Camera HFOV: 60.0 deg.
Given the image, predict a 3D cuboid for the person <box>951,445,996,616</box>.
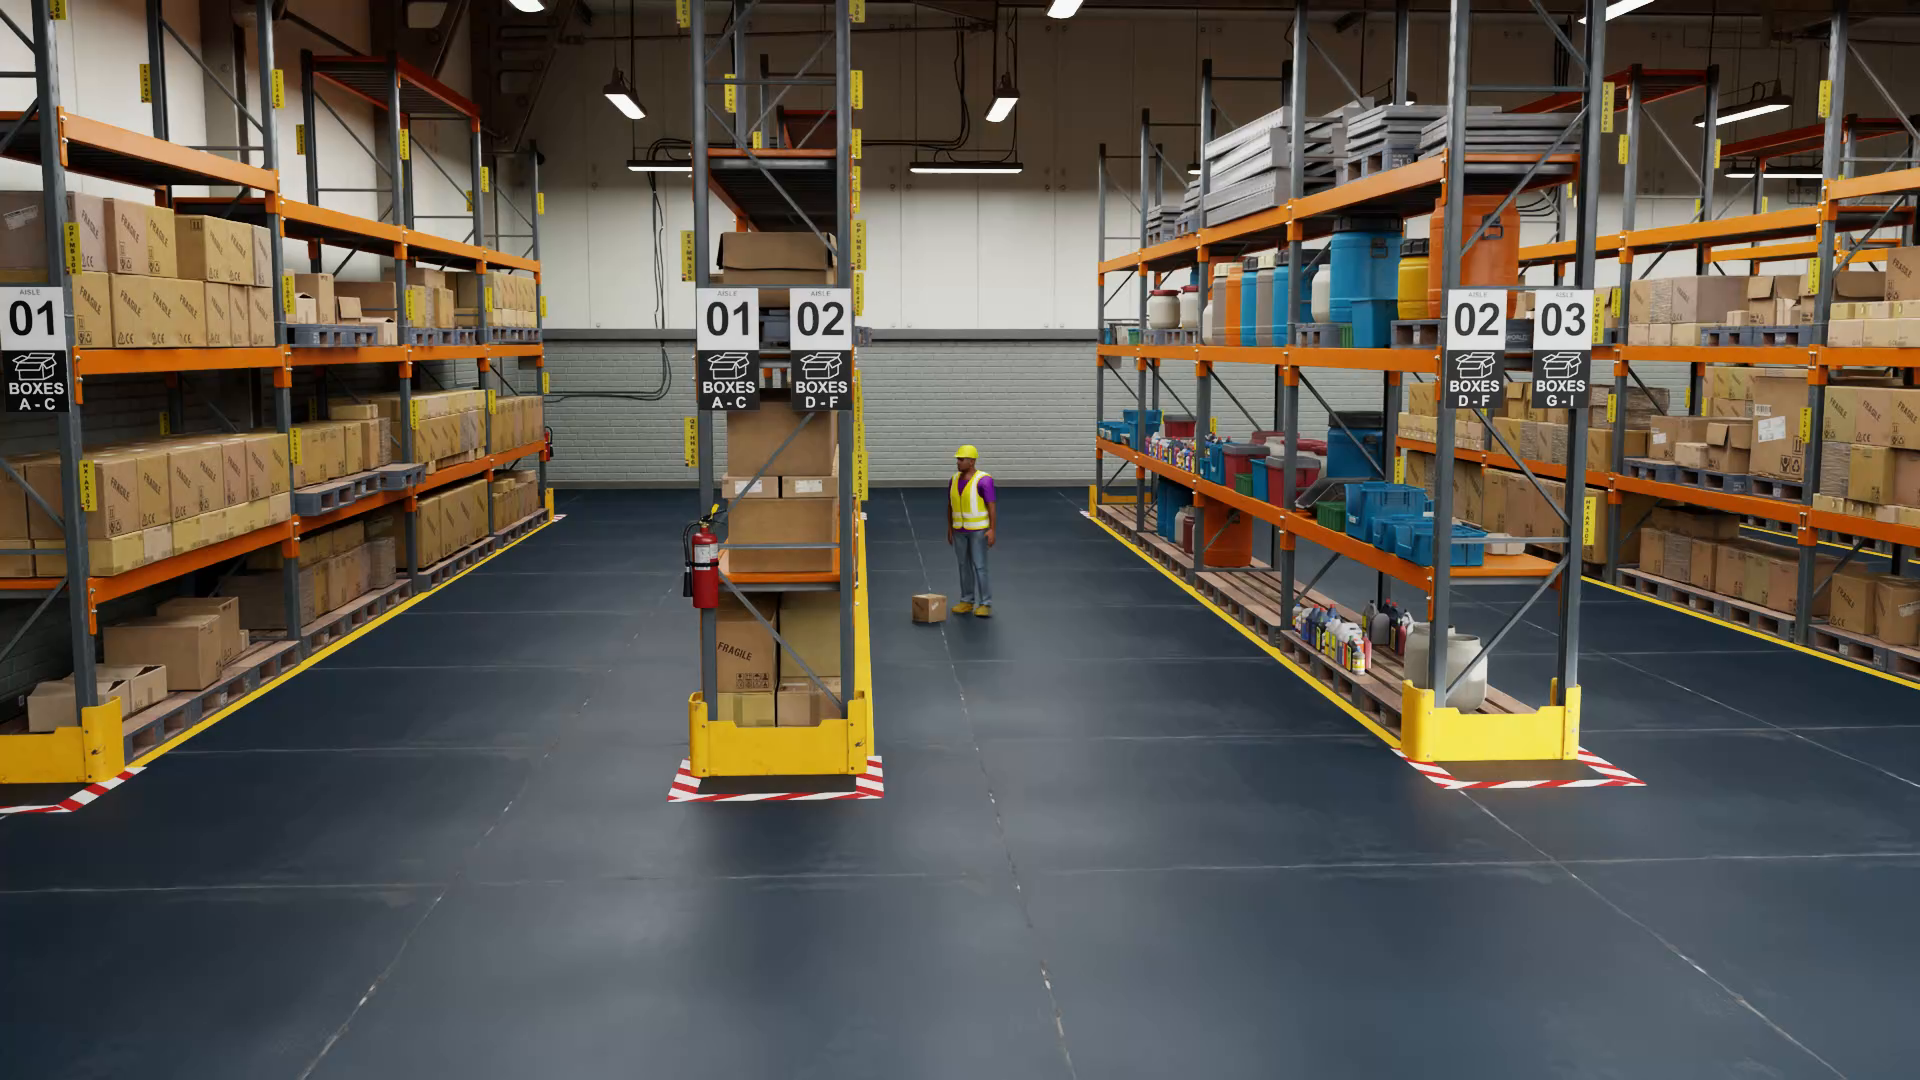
[{"bbox_3d":[0.128,-0.105,17.366,0.375,1.767,0.628,-6,9,-43],"label":"person"}]
